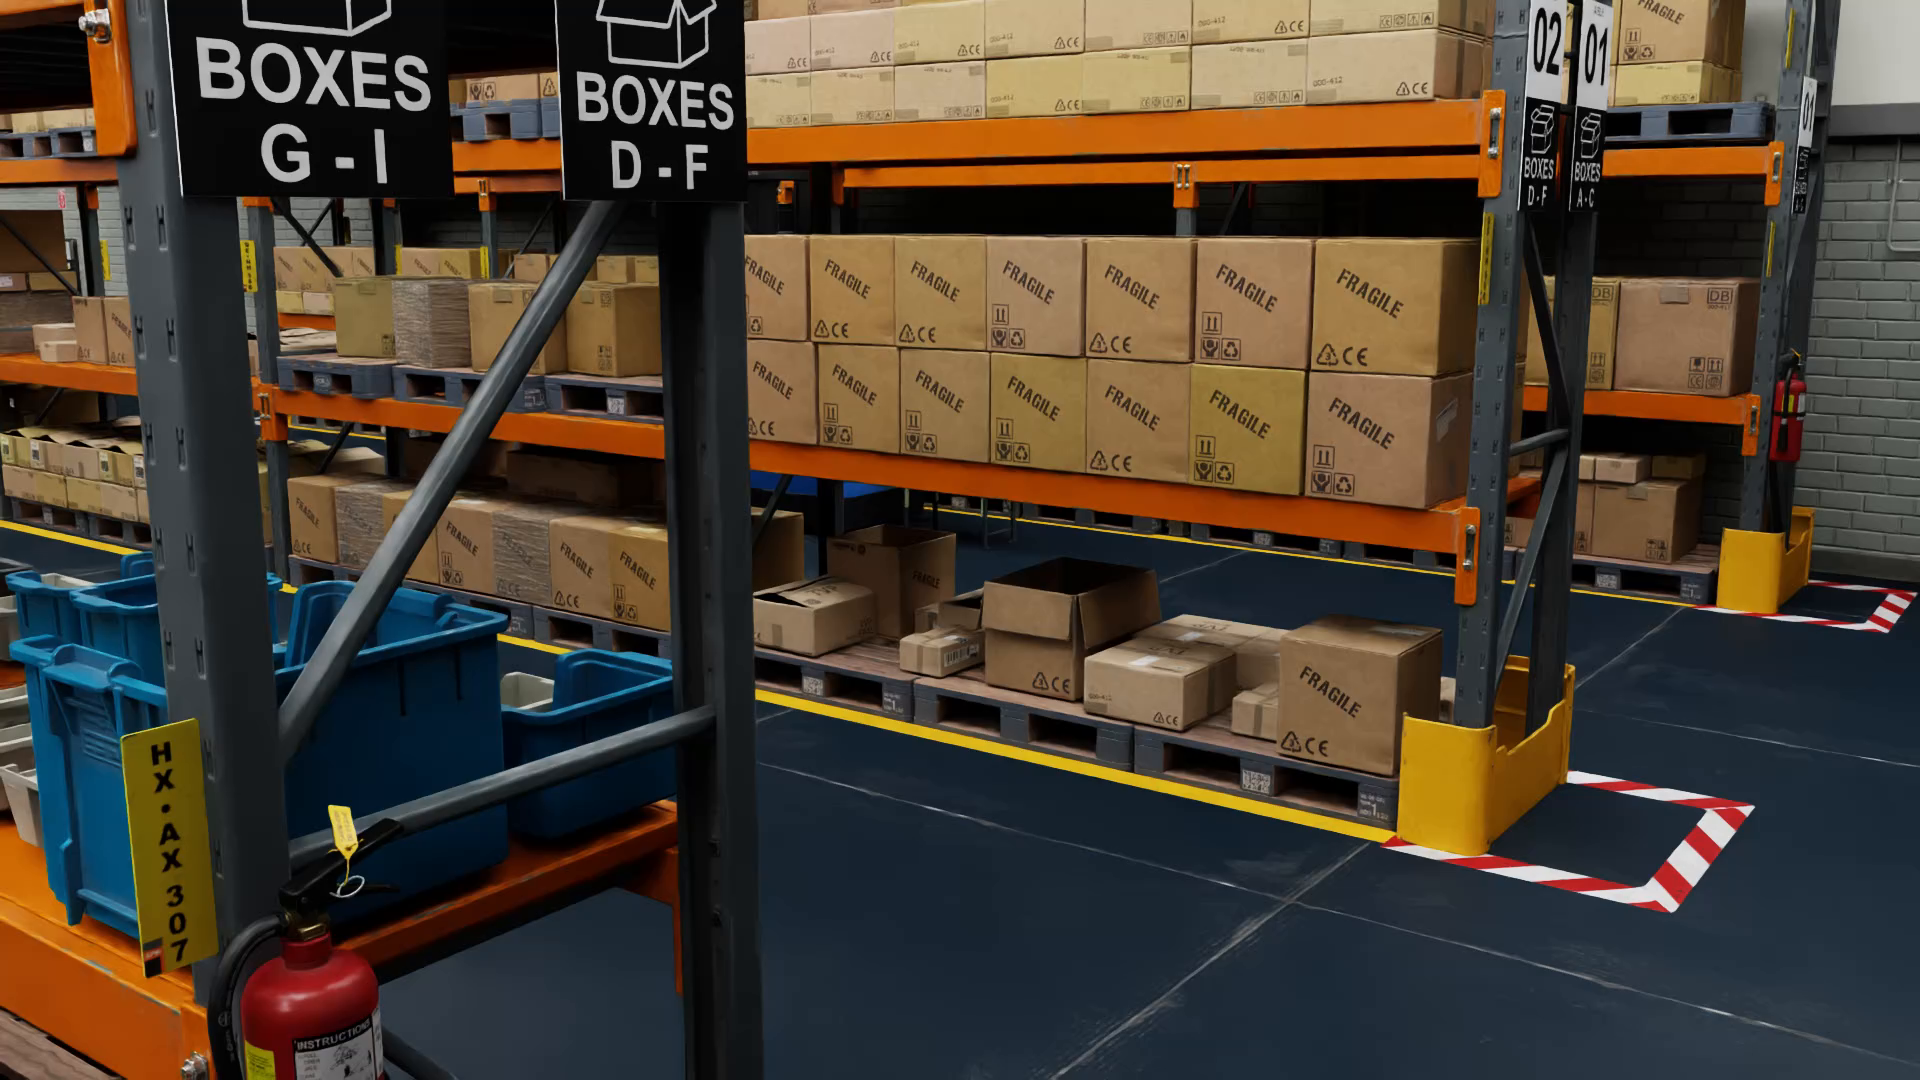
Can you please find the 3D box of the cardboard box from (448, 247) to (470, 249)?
[{"bbox_3d":[-5.582,-2.979,18.397,0.500,0.500,0.500,8,14,37],"label":"cardboard box"}]

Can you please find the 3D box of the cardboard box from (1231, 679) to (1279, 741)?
[{"bbox_3d":[1.372,0.726,7.179,0.250,0.166,0.380,8,13,36],"label":"cardboard box"}]

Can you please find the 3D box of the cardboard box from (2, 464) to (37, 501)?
[{"bbox_3d":[-7.264,-0.488,13.289,0.500,0.250,0.500,8,13,34],"label":"cardboard box"}]

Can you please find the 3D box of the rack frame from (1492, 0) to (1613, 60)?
[{"bbox_3d":[2.229,-3.311,5.954,0.127,3.000,1.000,8,13,36],"label":"rack frame"}]

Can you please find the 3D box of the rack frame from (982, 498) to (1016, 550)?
[{"bbox_3d":[0.290,-0.696,12.178,0.023,1.500,0.400,8,13,36],"label":"rack frame"}]

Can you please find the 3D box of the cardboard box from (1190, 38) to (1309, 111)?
[{"bbox_3d":[1.262,-1.840,6.643,0.500,0.250,0.500,8,13,36],"label":"cardboard box"}]

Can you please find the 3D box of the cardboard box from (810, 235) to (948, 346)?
[{"bbox_3d":[-0.366,-1.202,7.948,0.500,0.500,0.500,7,13,34],"label":"cardboard box"}]

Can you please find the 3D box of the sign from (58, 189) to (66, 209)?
[{"bbox_3d":[-13.414,-5.090,24.839,0.199,0.298,0.001,8,13,36],"label":"sign"}]

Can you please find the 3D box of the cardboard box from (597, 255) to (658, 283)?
[{"bbox_3d":[-3.128,-2.543,16.358,0.500,0.500,0.700,10,15,43],"label":"cardboard box"}]

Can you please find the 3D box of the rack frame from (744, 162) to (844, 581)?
[{"bbox_3d":[-0.995,-0.816,8.849,0.127,3.000,1.000,8,13,36],"label":"rack frame"}]

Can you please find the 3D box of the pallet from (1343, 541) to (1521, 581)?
[{"bbox_3d":[3.488,0.029,11.823,1.213,0.211,1.003,8,13,36],"label":"pallet"}]

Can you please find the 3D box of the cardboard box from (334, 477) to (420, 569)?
[{"bbox_3d":[-3.596,-0.101,10.578,0.500,0.500,0.500,7,13,33],"label":"cardboard box"}]

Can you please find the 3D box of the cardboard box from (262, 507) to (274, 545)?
[{"bbox_3d":[-4.787,-0.143,11.507,0.500,0.250,0.500,8,14,37],"label":"cardboard box"}]

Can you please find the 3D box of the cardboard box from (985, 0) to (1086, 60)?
[{"bbox_3d":[0.453,-2.197,7.172,0.500,0.250,0.500,8,13,36],"label":"cardboard box"}]

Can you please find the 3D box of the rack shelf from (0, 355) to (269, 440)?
[{"bbox_3d":[-5.831,-1.137,12.404,4.000,0.370,1.077,8,13,36],"label":"rack shelf"}]

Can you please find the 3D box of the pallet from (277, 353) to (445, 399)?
[{"bbox_3d":[-3.631,-1.106,10.853,1.003,0.211,1.213,8,13,36],"label":"pallet"}]

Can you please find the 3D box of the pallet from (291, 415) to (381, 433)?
[{"bbox_3d":[-7.043,-1.449,19.465,1.213,0.211,1.003,8,13,36],"label":"pallet"}]

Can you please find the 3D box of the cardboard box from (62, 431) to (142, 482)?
[{"bbox_3d":[-6.439,-0.647,12.634,0.500,0.311,0.500,7,13,34],"label":"cardboard box"}]

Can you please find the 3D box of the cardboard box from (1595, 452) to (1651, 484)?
[{"bbox_3d":[4.324,-0.472,10.840,0.250,0.149,0.380,8,13,35],"label":"cardboard box"}]

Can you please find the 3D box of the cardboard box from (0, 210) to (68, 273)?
[{"bbox_3d":[-7.804,-2.450,13.618,0.500,0.500,0.700,8,14,36],"label":"cardboard box"}]

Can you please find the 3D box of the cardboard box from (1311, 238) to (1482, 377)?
[{"bbox_3d":[1.708,-0.914,6.461,0.500,0.500,0.500,8,13,35],"label":"cardboard box"}]

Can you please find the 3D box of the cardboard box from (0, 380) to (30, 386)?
[{"bbox_3d":[-8.437,-1.152,14.746,0.500,0.500,0.500,8,13,36],"label":"cardboard box"}]

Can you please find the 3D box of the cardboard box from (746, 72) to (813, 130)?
[{"bbox_3d":[-0.749,-2.122,8.100,0.500,0.250,0.500,8,13,36],"label":"cardboard box"}]

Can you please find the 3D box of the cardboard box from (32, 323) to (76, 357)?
[{"bbox_3d":[-7.020,-1.593,13.260,0.500,0.250,0.500,9,14,39],"label":"cardboard box"}]

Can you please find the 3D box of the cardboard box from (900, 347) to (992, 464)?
[{"bbox_3d":[0.071,-0.652,7.740,0.500,0.500,0.500,8,13,35],"label":"cardboard box"}]

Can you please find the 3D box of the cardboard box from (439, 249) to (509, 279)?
[{"bbox_3d":[-5.078,-2.784,17.391,0.500,0.500,0.500,8,13,35],"label":"cardboard box"}]

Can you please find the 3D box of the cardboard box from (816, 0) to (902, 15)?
[{"bbox_3d":[-0.261,-2.702,7.804,0.500,0.500,0.700,8,13,36],"label":"cardboard box"}]

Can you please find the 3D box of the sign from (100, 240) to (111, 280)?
[{"bbox_3d":[-7.130,-2.329,13.830,0.005,0.325,0.100,8,13,36],"label":"sign"}]

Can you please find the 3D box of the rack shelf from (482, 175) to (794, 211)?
[{"bbox_3d":[-2.902,-3.369,16.041,4.000,0.370,1.077,8,13,36],"label":"rack shelf"}]

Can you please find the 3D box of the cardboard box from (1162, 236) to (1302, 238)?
[{"bbox_3d":[1.201,-1.111,7.479,0.500,0.500,0.500,8,14,36],"label":"cardboard box"}]

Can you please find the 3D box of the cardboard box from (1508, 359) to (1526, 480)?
[{"bbox_3d":[2.028,-0.505,6.981,0.500,0.500,0.500,8,14,37],"label":"cardboard box"}]

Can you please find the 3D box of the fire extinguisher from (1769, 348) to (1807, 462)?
[{"bbox_3d":[5.007,-0.816,10.036,0.183,0.674,0.296,8,13,36],"label":"fire extinguisher"}]

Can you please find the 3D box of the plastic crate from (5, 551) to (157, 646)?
[{"bbox_3d":[-2.013,0.185,3.960,0.300,0.233,0.416,8,13,36],"label":"plastic crate"}]

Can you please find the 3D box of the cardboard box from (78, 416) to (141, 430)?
[{"bbox_3d":[-6.947,-0.845,13.657,0.500,0.311,0.500,8,13,36],"label":"cardboard box"}]

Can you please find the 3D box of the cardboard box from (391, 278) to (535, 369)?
[{"bbox_3d":[-3.020,-1.335,10.164,0.700,0.500,0.500,-10,15,-42],"label":"cardboard box"}]

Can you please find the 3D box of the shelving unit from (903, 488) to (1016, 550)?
[{"bbox_3d":[-0.005,-0.737,12.391,0.755,1.500,0.431,8,13,36],"label":"shelving unit"}]

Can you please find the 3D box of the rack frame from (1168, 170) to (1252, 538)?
[{"bbox_3d":[1.934,-1.574,12.771,0.127,3.000,1.000,8,13,36],"label":"rack frame"}]

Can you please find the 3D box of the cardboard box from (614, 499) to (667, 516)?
[{"bbox_3d":[-1.677,0.046,9.819,0.500,0.500,0.500,8,14,36],"label":"cardboard box"}]

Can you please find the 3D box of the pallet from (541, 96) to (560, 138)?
[{"bbox_3d":[-1.479,-2.280,9.016,1.003,0.211,1.213,8,13,36],"label":"pallet"}]

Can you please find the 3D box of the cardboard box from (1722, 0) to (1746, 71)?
[{"bbox_3d":[4.713,-3.266,10.670,0.500,0.500,0.500,7,13,33],"label":"cardboard box"}]

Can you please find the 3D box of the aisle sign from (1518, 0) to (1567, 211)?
[{"bbox_3d":[2.103,-1.588,5.995,0.004,0.787,0.394,8,13,36],"label":"aisle sign"}]

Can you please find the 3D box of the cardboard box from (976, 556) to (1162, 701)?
[{"bbox_3d":[0.522,0.404,7.956,0.637,0.503,0.797,8,13,36],"label":"cardboard box"}]

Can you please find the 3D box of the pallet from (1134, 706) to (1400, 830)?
[{"bbox_3d":[1.525,0.905,7.296,1.213,0.211,1.003,8,13,36],"label":"pallet"}]

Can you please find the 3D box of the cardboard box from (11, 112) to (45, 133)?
[{"bbox_3d":[-6.952,-3.250,12.822,0.500,0.250,0.500,10,15,41],"label":"cardboard box"}]

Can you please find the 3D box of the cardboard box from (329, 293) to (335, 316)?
[{"bbox_3d":[-6.698,-2.642,18.631,0.500,0.250,0.500,8,13,35],"label":"cardboard box"}]

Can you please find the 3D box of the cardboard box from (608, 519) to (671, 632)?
[{"bbox_3d":[-1.562,0.184,9.104,0.500,0.500,0.500,8,13,35],"label":"cardboard box"}]

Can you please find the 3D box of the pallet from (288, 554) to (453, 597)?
[{"bbox_3d":[-3.640,0.193,10.974,1.213,0.211,1.003,8,13,36],"label":"pallet"}]

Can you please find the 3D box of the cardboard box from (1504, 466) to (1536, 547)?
[{"bbox_3d":[3.726,-0.280,11.554,0.500,0.500,0.700,7,13,34],"label":"cardboard box"}]

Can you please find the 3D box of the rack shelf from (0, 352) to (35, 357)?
[{"bbox_3d":[-9.055,-1.587,14.728,4.000,0.370,1.077,8,13,36],"label":"rack shelf"}]

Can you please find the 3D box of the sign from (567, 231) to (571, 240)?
[{"bbox_3d":[-4.188,-3.128,17.751,0.005,0.325,0.100,8,13,36],"label":"sign"}]

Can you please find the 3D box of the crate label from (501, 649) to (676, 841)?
[{"bbox_3d":[-0.710,0.367,3.021,0.303,0.233,0.416,8,13,36],"label":"crate label"}]

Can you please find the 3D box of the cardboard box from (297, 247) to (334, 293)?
[{"bbox_3d":[-7.138,-3.071,18.875,0.500,0.500,0.500,8,14,36],"label":"cardboard box"}]

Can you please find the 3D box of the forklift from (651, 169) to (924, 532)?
[{"bbox_3d":[-1.779,-1.687,13.534,3.031,2.935,1.130,8,13,36],"label":"forklift"}]
